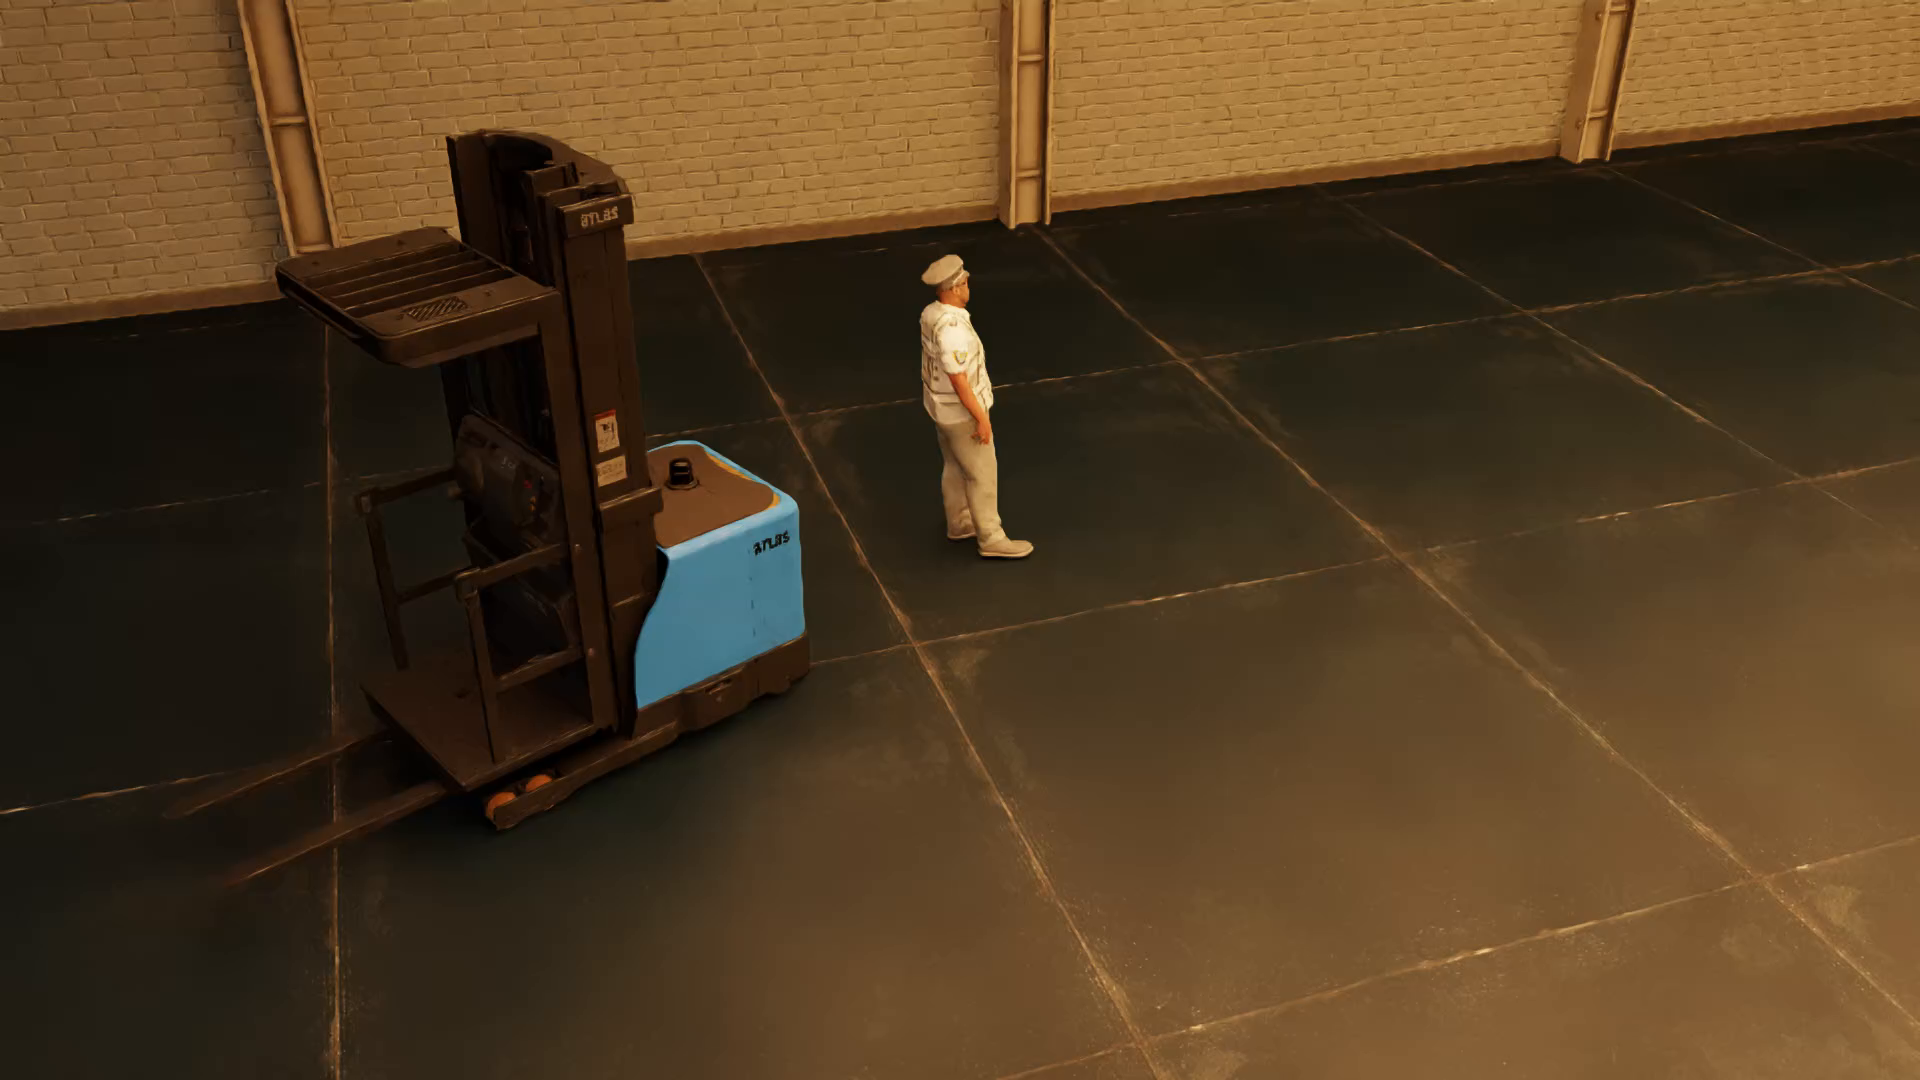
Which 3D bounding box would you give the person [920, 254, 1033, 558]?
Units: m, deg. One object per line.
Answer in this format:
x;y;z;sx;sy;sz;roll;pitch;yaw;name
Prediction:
0.078;-0.786;9.589;0.574;1.781;0.640;-10;31;-16;person

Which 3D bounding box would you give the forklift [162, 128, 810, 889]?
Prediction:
-2.225;-0.229;7.486;3.031;2.935;1.130;-24;38;-35;forklift
